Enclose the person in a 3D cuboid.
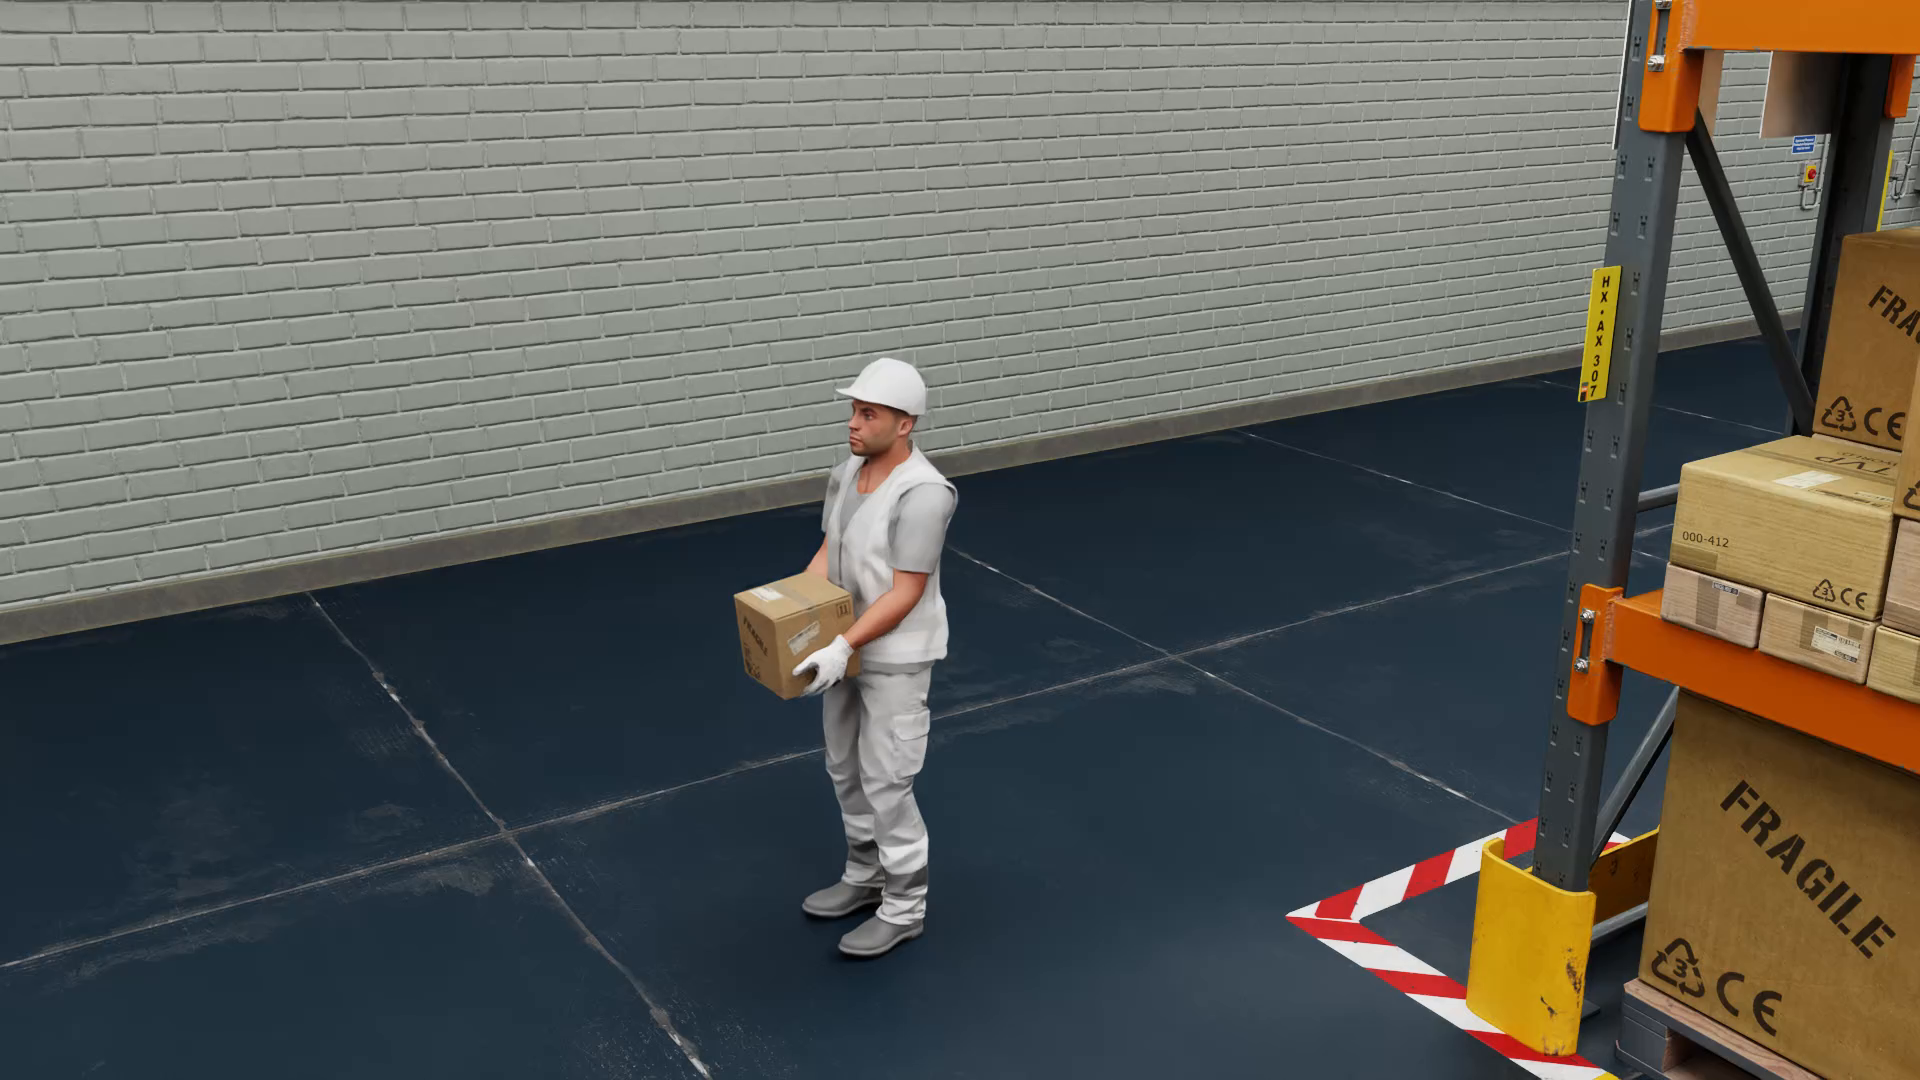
[{"bbox_3d":[-0.313,0.363,4.885,0.547,1.793,0.519,-12,21,-32],"label":"person"}]
